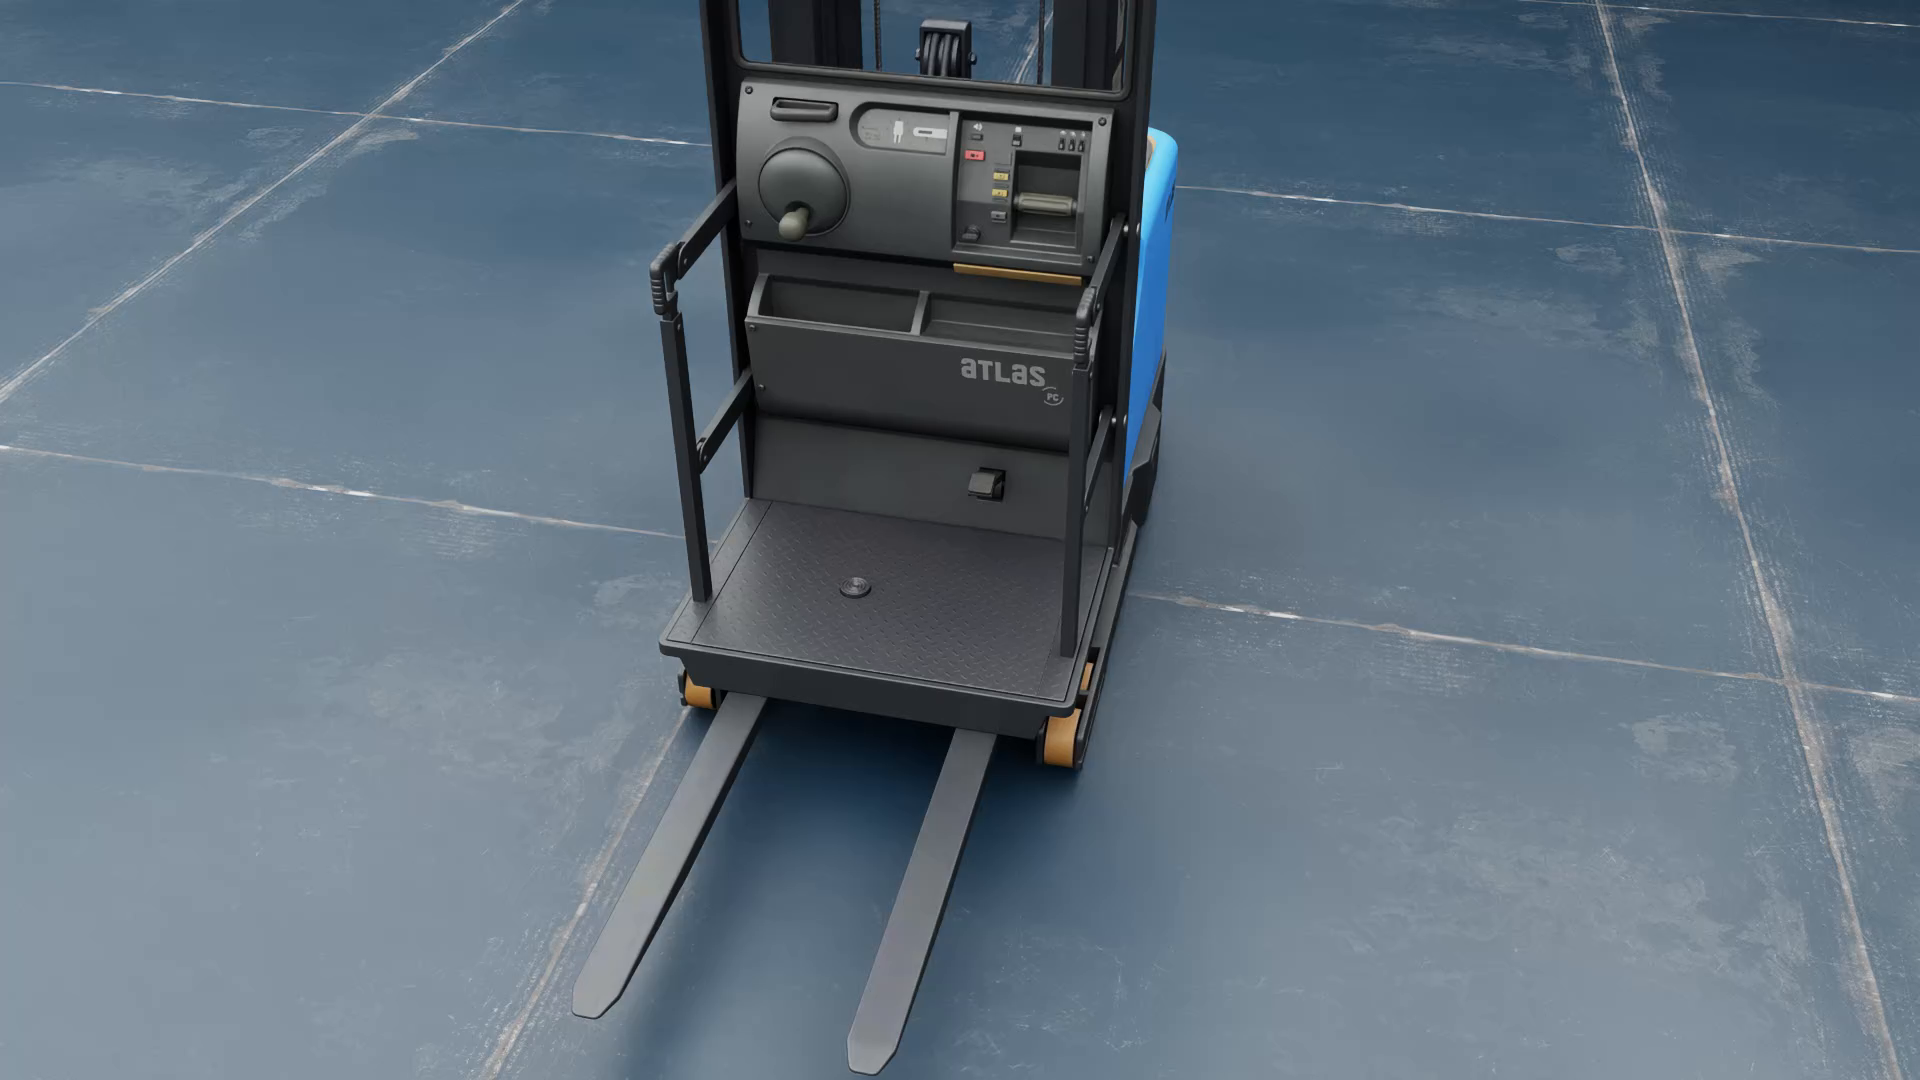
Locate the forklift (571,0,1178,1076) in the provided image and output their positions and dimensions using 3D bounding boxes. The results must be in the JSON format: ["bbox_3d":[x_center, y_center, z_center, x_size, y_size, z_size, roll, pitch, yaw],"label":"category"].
[{"bbox_3d":[-0.144,-0.830,3.898,1.130,2.935,3.031,8,37,11],"label":"forklift"}]
